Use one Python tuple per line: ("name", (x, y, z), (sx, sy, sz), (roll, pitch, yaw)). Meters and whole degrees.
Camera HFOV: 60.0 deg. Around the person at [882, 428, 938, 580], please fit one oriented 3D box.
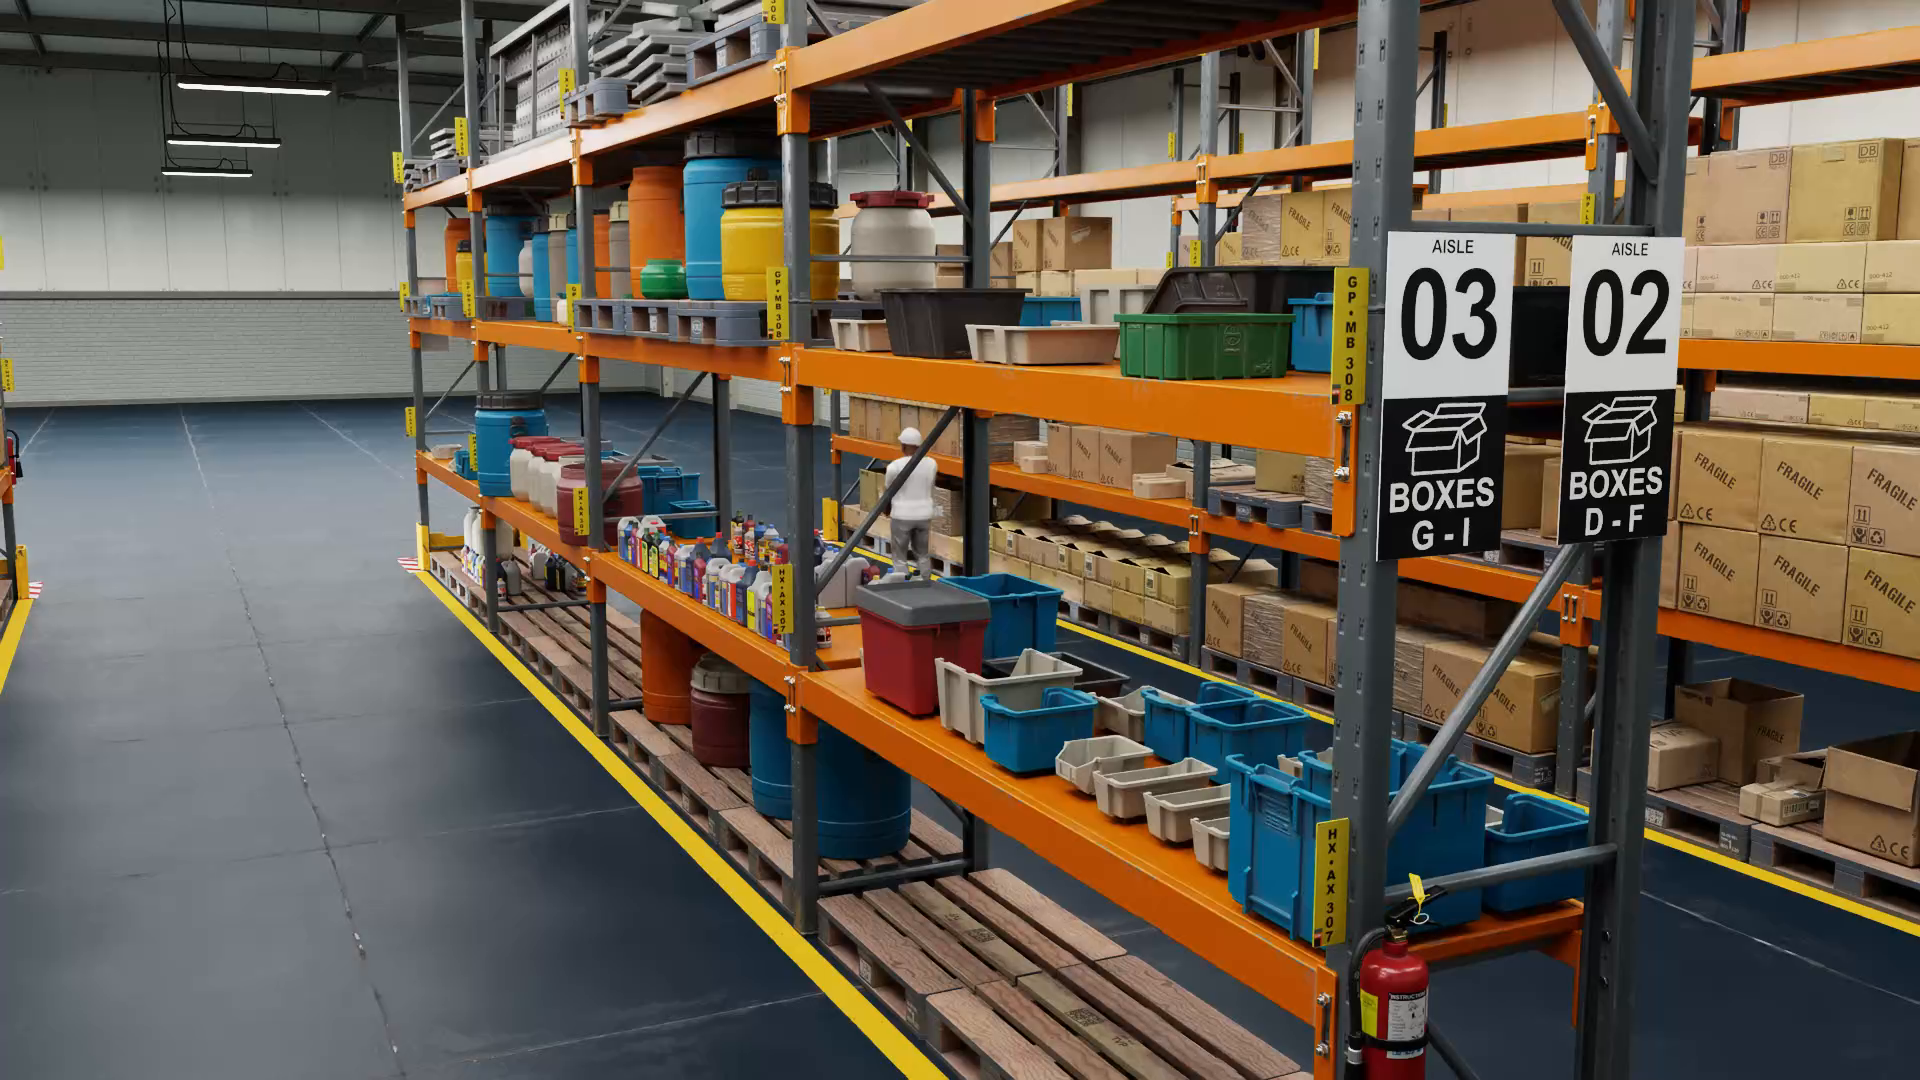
("person", (-0.521, -0.225, 16.275), (0.528, 1.767, 0.567), (-4, 9, -26))
